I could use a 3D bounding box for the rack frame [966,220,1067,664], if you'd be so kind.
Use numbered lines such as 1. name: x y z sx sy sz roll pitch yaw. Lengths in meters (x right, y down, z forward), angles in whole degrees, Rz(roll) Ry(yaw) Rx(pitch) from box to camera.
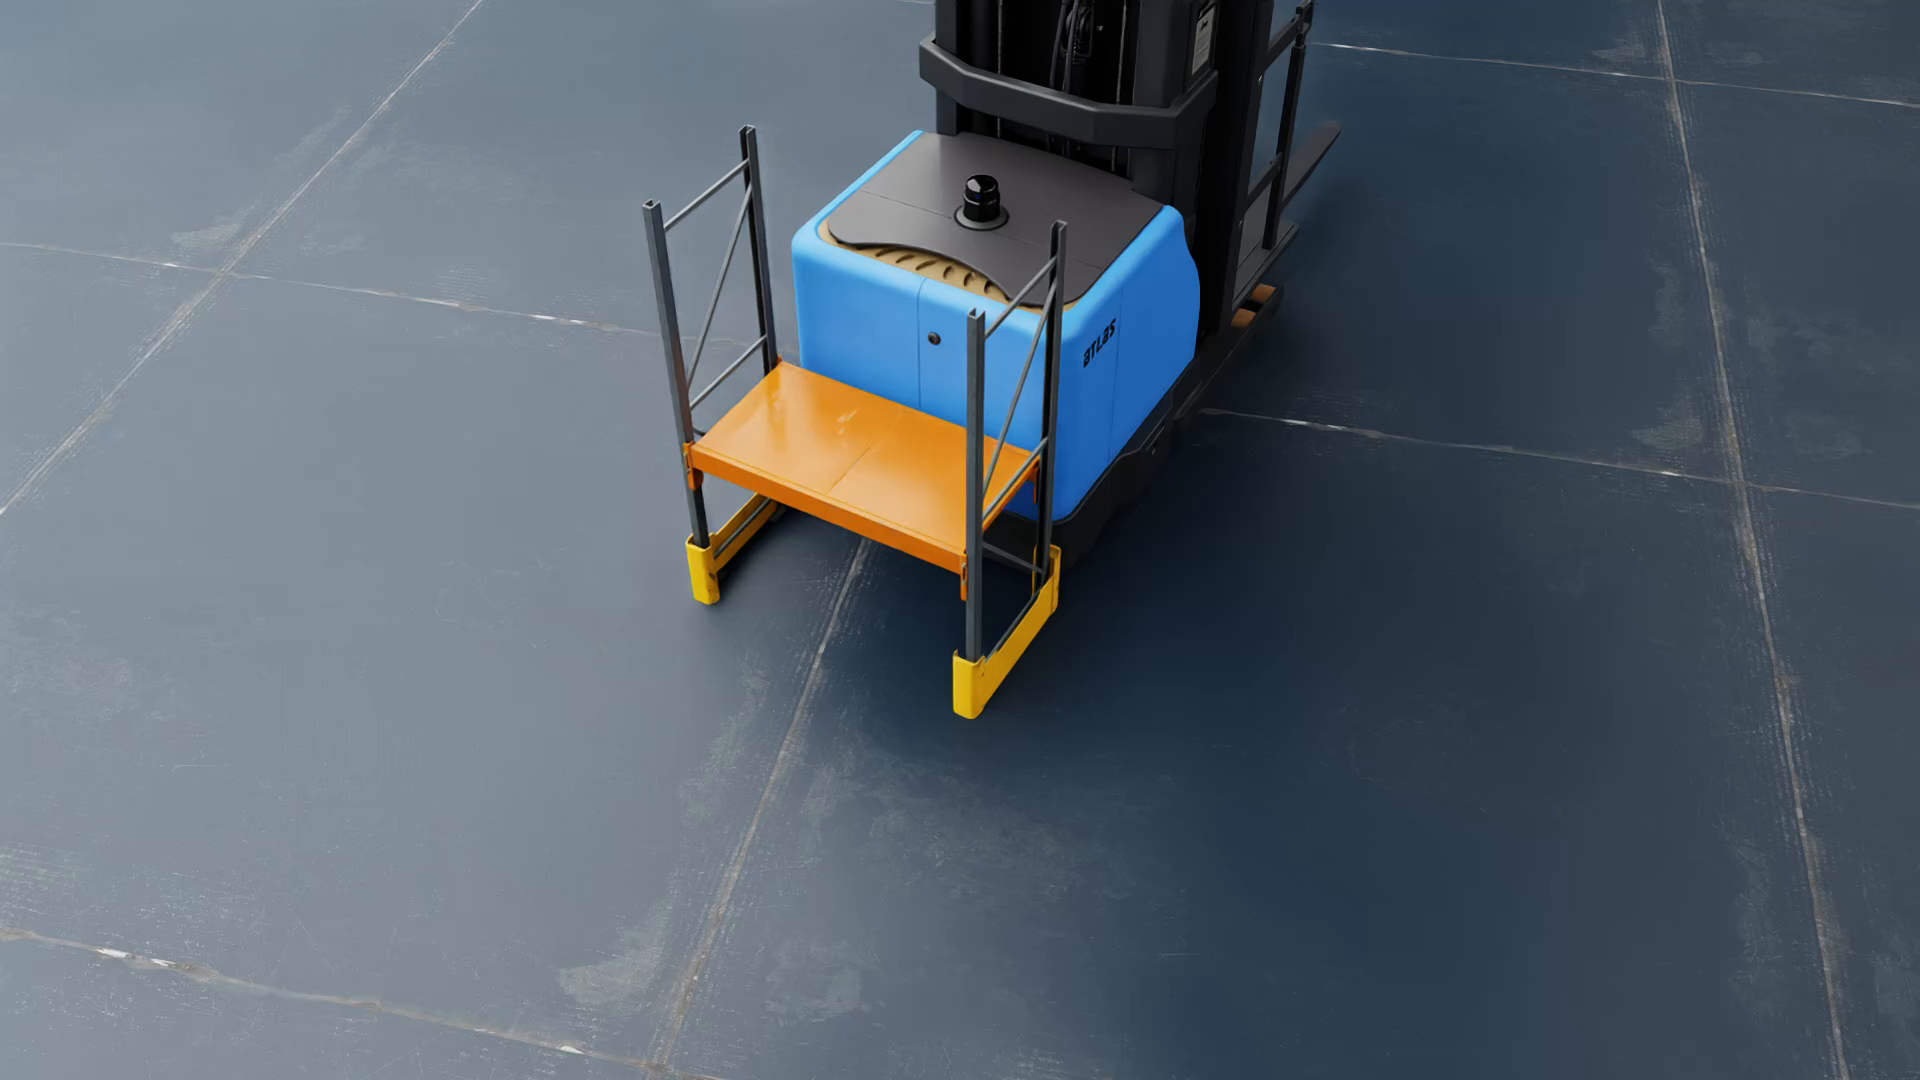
1. rack frame: 0.153 -0.168 4.843 0.032 1.500 0.500 22 48 21

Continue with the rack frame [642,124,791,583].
1. rack frame: -0.731 -0.516 5.205 0.032 1.500 0.500 22 48 21

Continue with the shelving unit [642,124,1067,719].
1. shelving unit: -0.281 -0.339 5.021 1.083 1.500 0.587 22 48 21

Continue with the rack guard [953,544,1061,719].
1. rack guard: 0.152 0.282 5.277 0.087 0.250 0.587 22 48 21

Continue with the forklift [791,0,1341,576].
1. forklift: 0.630 -1.942 5.654 1.130 2.935 3.031 22 48 21

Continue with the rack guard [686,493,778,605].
1. rack guard: -0.714 -0.059 5.631 0.087 0.250 0.587 22 48 21

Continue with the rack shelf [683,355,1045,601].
1. rack shelf: -0.289 -0.213 5.149 1.000 0.185 0.538 22 48 21
